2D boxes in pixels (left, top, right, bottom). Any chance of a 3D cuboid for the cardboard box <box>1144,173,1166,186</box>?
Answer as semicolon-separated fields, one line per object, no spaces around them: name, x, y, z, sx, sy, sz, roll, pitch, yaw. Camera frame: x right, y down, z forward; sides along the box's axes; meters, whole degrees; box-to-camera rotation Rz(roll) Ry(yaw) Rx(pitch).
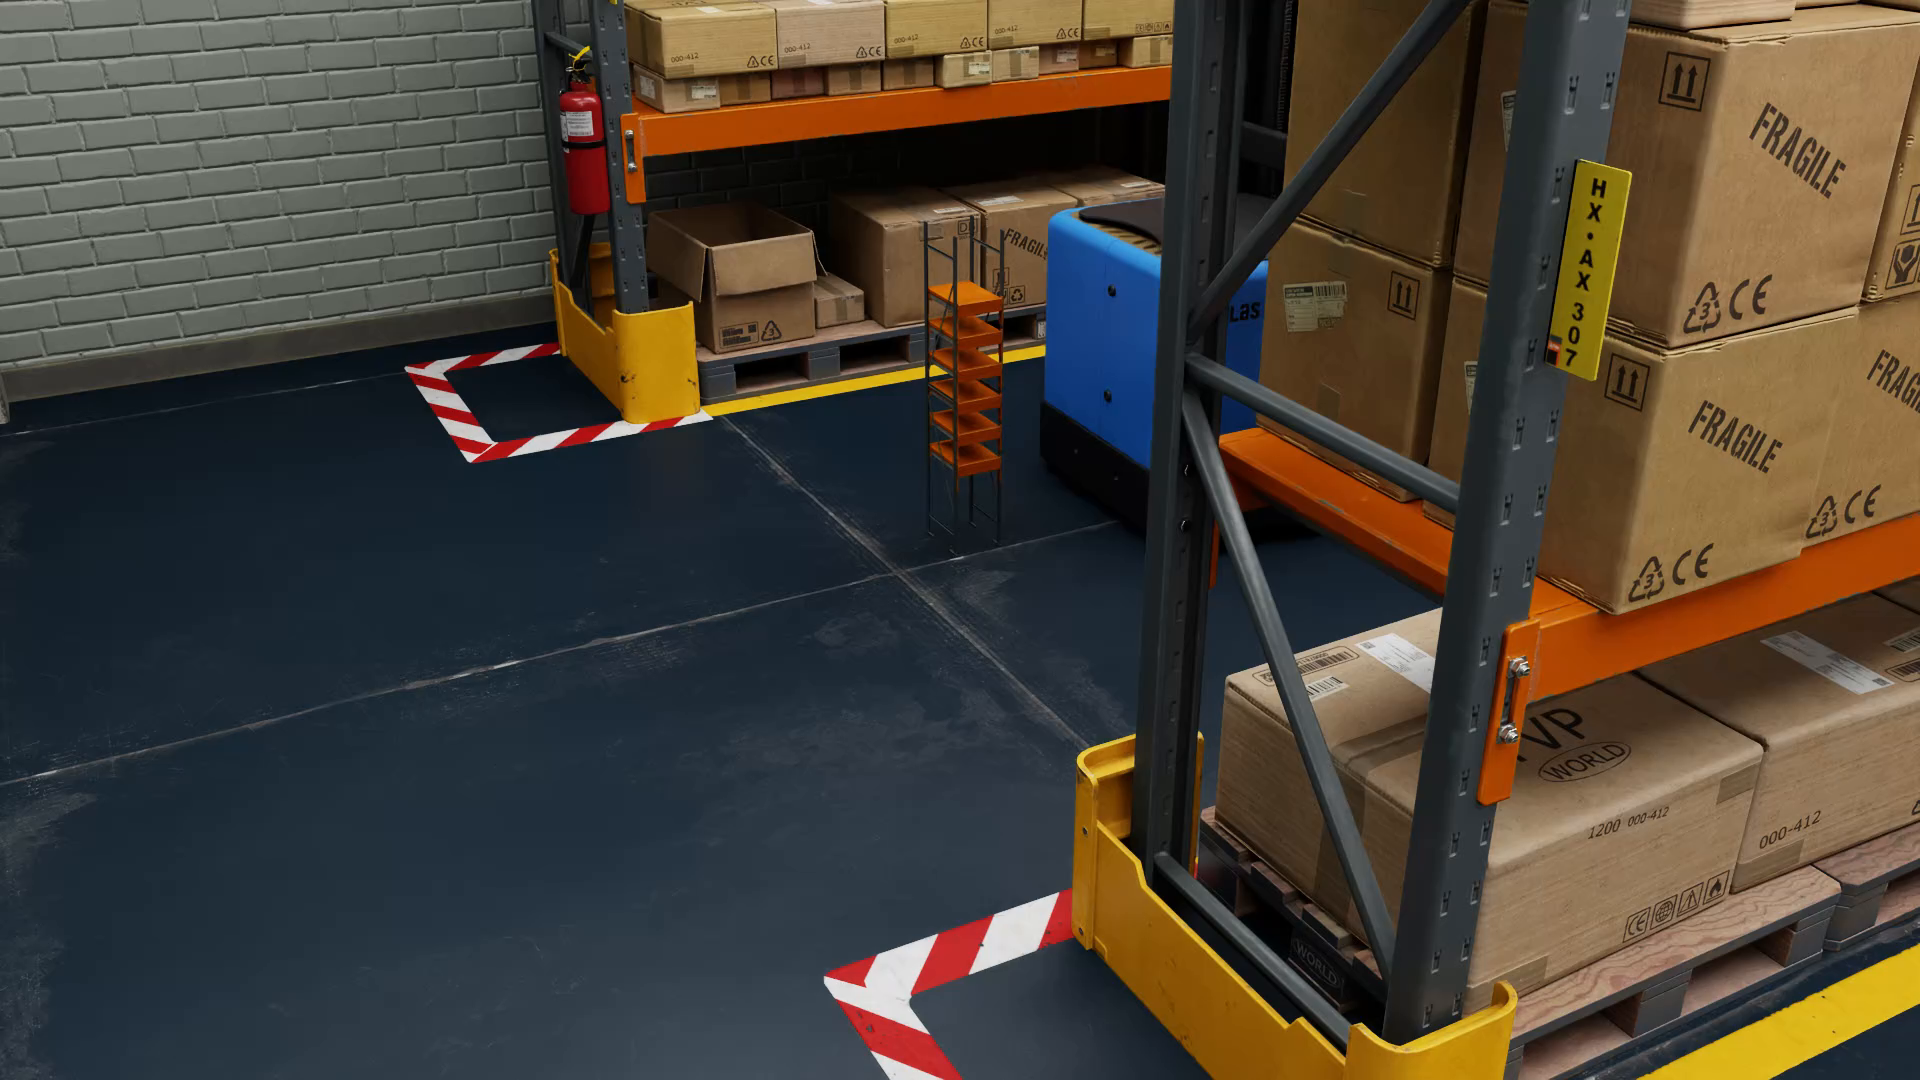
cardboard box;1.202;-1.841;9.240;0.500;0.311;0.500;-12;28;-23

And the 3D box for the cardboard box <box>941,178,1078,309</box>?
cardboard box;0.237;-1.473;8.255;0.500;0.500;0.500;-12;28;-24

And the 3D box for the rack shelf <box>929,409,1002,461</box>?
rack shelf;0.013;-0.396;6.068;0.180;0.103;0.258;-13;29;-25

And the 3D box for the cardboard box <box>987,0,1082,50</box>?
cardboard box;0.225;-2.469;7.756;0.500;0.250;0.500;-14;29;-26

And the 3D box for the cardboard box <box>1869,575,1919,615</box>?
cardboard box;2.841;0.222;4.797;0.875;0.438;0.875;-14;29;-27

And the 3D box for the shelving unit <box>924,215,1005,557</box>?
shelving unit;0.013;-0.544;5.996;0.189;1.200;0.258;-13;29;-25

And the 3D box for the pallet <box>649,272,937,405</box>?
pallet;-0.864;-1.014;8.119;1.213;0.211;1.003;-13;29;-25

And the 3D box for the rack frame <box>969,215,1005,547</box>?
rack frame;0.094;-0.562;6.035;0.006;1.200;0.240;-13;29;-25

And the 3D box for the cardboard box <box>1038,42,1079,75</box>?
cardboard box;0.363;-2.326;7.919;0.250;0.149;0.380;-13;29;-25

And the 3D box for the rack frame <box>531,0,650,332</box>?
rack frame;-1.634;-2.093;7.144;0.127;3.000;1.000;-13;29;-25

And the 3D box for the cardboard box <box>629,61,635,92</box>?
cardboard box;-1.468;-2.150;7.553;0.250;0.149;0.380;-13;29;-26

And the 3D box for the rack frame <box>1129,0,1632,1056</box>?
rack frame;0.705;-0.198;3.197;0.127;3.000;1.000;-13;29;-25

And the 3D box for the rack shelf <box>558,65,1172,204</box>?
rack shelf;0.131;-2.176;8.148;4.000;0.370;1.077;-13;29;-25

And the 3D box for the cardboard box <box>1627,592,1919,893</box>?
cardboard box;2.044;0.405;4.416;0.875;0.438;0.875;-12;28;-24

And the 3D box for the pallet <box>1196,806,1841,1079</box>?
pallet;1.374;0.866;4.202;1.213;0.211;1.003;-13;29;-25

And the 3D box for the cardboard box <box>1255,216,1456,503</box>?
cardboard box;1.006;-0.443;3.591;0.500;0.500;0.500;-13;28;-25

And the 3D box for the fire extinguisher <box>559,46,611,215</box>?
fire extinguisher;-1.546;-1.684;6.812;0.183;0.674;0.296;-13;29;-25

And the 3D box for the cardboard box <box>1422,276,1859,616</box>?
cardboard box;1.264;-0.232;3.151;0.500;0.500;0.500;-13;29;-25

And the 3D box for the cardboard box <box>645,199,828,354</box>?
cardboard box;-1.049;-1.246;7.778;0.637;0.503;0.797;-14;29;-27

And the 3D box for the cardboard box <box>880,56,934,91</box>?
cardboard box;-0.313;-2.163;7.579;0.250;0.149;0.380;-13;28;-24

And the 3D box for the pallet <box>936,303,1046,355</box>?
pallet;0.211;-1.261;8.633;1.213;0.211;1.003;-13;29;-25

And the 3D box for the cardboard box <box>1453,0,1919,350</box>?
cardboard box;1.263;-0.683;2.936;0.500;0.500;0.500;-14;29;-26

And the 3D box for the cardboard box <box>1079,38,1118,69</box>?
cardboard box;0.559;-2.394;8.061;0.250;0.149;0.380;-13;28;-24

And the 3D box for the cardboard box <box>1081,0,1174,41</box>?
cardboard box;0.680;-2.573;7.974;0.500;0.250;0.500;-13;29;-25

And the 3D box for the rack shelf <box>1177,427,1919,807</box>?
rack shelf;2.470;-0.281;4.202;4.000;0.370;1.077;-13;29;-25

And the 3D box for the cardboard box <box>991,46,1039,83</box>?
cardboard box;0.168;-2.247;7.755;0.250;0.149;0.380;-12;28;-24

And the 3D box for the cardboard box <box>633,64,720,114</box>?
cardboard box;-1.215;-1.942;7.120;0.250;0.149;0.380;-13;29;-25

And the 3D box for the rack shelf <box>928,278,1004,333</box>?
rack shelf;0.013;-0.828;5.860;0.180;0.103;0.258;-13;29;-25

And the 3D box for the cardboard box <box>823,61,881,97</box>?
cardboard box;-0.545;-2.107;7.462;0.250;0.149;0.380;-12;28;-23

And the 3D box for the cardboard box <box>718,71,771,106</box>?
cardboard box;-1.012;-2.012;7.264;0.250;0.149;0.380;-12;28;-24

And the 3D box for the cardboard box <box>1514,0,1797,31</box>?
cardboard box;1.149;-0.953;2.749;0.250;0.149;0.380;-12;28;-24

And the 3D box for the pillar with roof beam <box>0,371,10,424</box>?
pillar with roof beam;-2.411;-2.949;1.995;0.400;9.000;9.100;-13;29;-25

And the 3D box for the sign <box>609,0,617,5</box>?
sign;-1.378;-2.276;6.525;0.005;0.325;0.100;-13;29;-25

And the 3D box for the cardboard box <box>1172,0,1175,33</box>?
cardboard box;1.126;-2.670;8.175;0.500;0.250;0.500;-13;29;-25

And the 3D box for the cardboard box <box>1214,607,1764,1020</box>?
cardboard box;1.241;0.595;4.021;0.875;0.438;0.875;-14;29;-27

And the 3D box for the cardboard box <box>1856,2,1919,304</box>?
cardboard box;1.715;-0.791;3.161;0.500;0.500;0.500;-14;29;-26

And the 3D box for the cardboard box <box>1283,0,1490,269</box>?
cardboard box;1.019;-0.883;3.353;0.500;0.500;0.500;-12;28;-23

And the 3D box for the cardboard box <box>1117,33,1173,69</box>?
cardboard box;0.839;-2.404;8.082;0.250;0.149;0.380;-13;29;-26

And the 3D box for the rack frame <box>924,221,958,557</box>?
rack frame;-0.068;-0.525;5.958;0.006;1.200;0.240;-13;29;-25

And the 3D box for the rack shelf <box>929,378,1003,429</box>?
rack shelf;0.013;-0.504;6.016;0.180;0.103;0.258;-13;29;-25

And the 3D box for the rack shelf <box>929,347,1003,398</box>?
rack shelf;0.013;-0.612;5.964;0.180;0.103;0.258;-13;29;-25

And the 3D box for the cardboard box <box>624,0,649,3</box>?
cardboard box;-1.353;-2.355;7.518;0.500;0.250;0.500;-12;28;-24

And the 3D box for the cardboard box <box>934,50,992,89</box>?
cardboard box;-0.054;-2.186;7.627;0.250;0.149;0.380;-14;29;-27

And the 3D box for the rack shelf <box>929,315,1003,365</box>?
rack shelf;0.013;-0.720;5.912;0.180;0.103;0.258;-13;29;-25

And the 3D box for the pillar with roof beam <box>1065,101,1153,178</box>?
pillar with roof beam;2.883;-4.171;4.540;0.400;9.000;9.100;-13;29;-25

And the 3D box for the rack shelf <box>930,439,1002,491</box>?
rack shelf;0.013;-0.287;6.120;0.180;0.103;0.258;-13;29;-25

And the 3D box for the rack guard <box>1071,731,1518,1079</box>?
rack guard;0.684;0.933;3.728;0.348;0.500;1.175;-13;29;-25

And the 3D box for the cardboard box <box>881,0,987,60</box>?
cardboard box;-0.216;-2.356;7.522;0.500;0.250;0.500;-14;29;-26

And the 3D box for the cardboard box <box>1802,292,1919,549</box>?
cardboard box;1.697;-0.345;3.388;0.500;0.500;0.500;-13;29;-26

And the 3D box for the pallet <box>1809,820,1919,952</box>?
pallet;2.449;0.619;4.716;1.213;0.211;1.003;-13;29;-25

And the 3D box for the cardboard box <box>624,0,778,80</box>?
cardboard box;-1.107;-2.149;7.090;0.500;0.250;0.500;-13;28;-25

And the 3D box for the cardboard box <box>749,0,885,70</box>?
cardboard box;-0.662;-2.252;7.304;0.500;0.250;0.500;-13;28;-25

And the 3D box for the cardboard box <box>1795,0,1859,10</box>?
cardboard box;1.347;-1.034;2.917;0.250;0.149;0.380;-12;28;-24

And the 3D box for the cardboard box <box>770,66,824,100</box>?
cardboard box;-0.796;-2.078;7.404;0.250;0.149;0.380;-13;29;-26

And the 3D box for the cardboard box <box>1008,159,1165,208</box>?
cardboard box;0.639;-1.615;8.550;0.500;0.500;0.700;-14;29;-27

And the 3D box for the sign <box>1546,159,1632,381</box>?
sign;0.961;-0.411;2.549;0.005;0.325;0.100;-13;29;-25

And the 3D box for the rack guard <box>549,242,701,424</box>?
rack guard;-1.567;-0.982;7.717;0.348;0.500;1.175;-13;29;-25

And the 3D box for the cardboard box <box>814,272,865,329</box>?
cardboard box;-0.656;-1.157;8.004;0.250;0.149;0.380;-14;29;-27

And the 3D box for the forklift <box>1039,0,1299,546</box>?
forklift;1.881;-1.720;6.445;3.031;2.935;1.130;-12;28;-23

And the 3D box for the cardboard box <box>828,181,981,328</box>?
cardboard box;-0.277;-1.403;8.110;0.500;0.500;0.700;-12;28;-23
